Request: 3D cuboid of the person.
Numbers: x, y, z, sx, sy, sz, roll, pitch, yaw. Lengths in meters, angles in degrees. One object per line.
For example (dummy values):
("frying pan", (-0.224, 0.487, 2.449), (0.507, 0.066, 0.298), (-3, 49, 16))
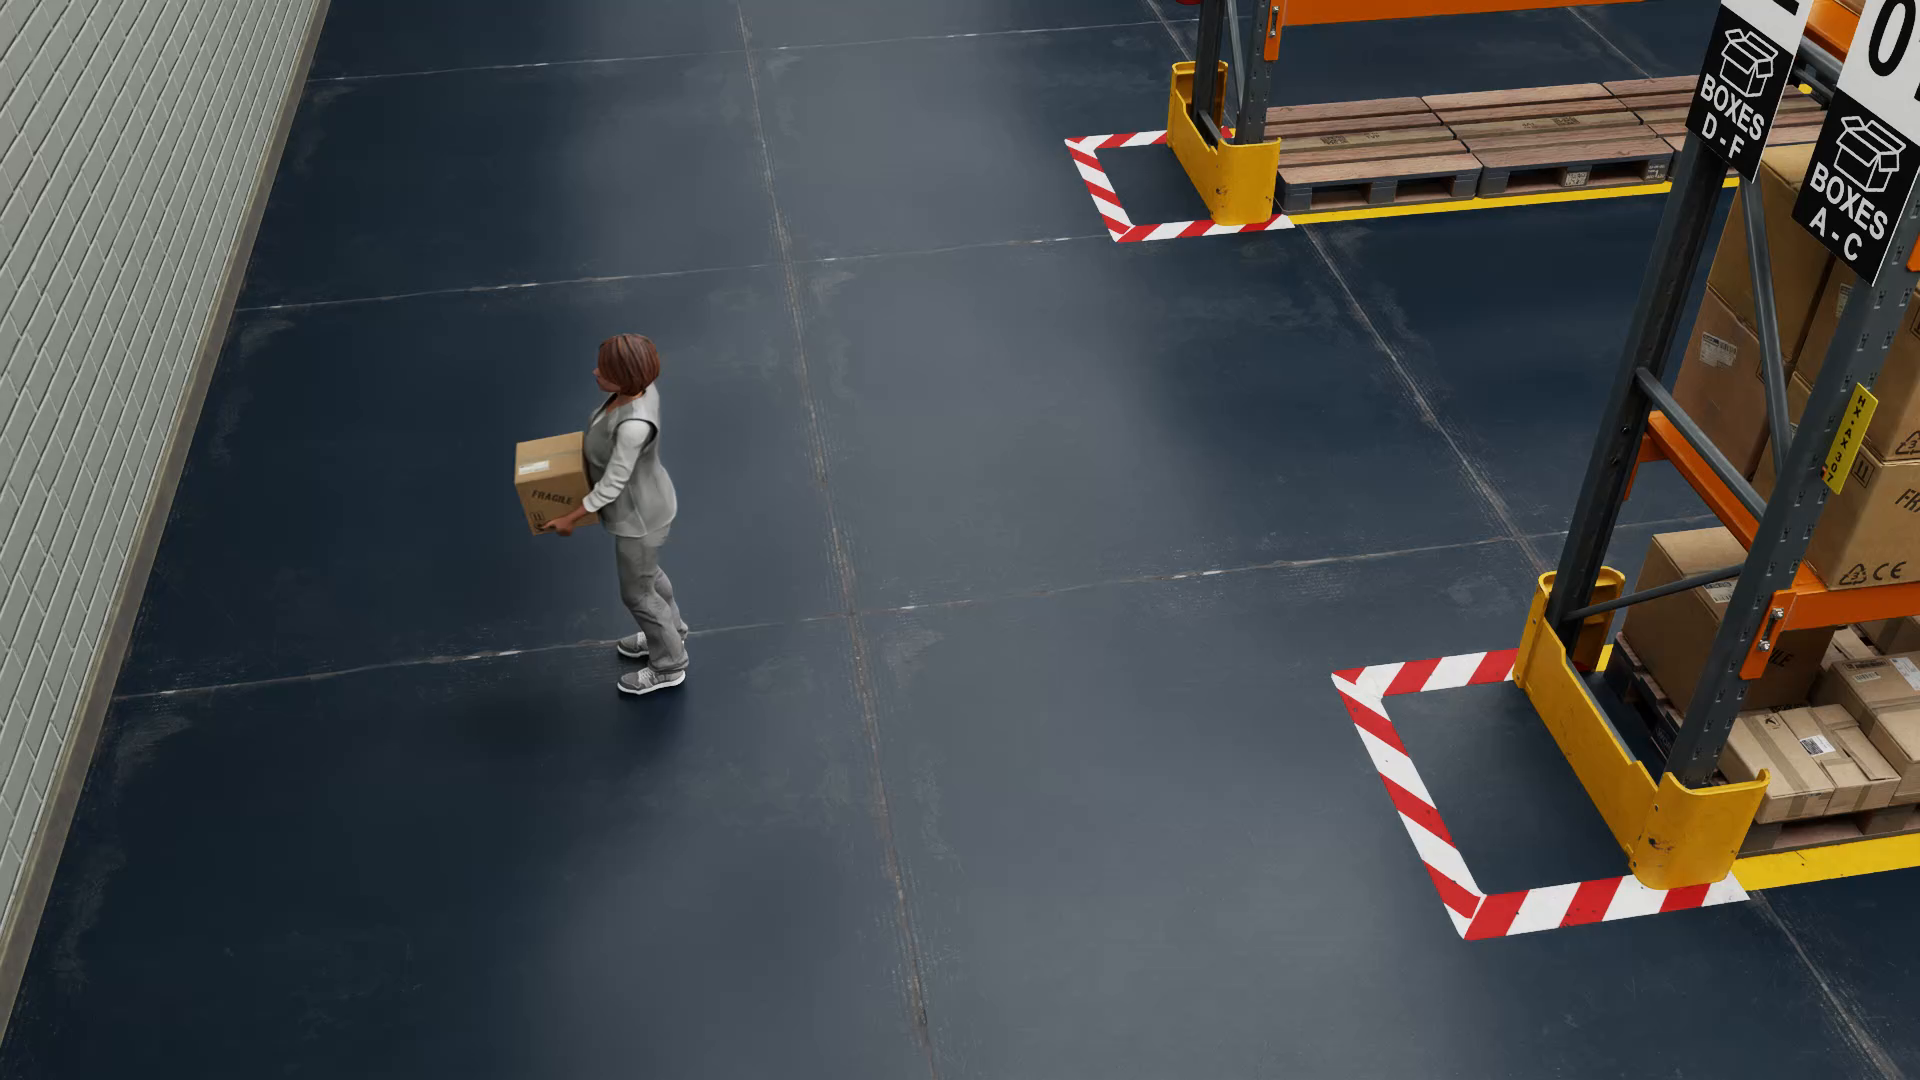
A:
("person", (-1.308, -0.088, 6.275), (0.499, 1.588, 0.408), (-6, 40, -8))
